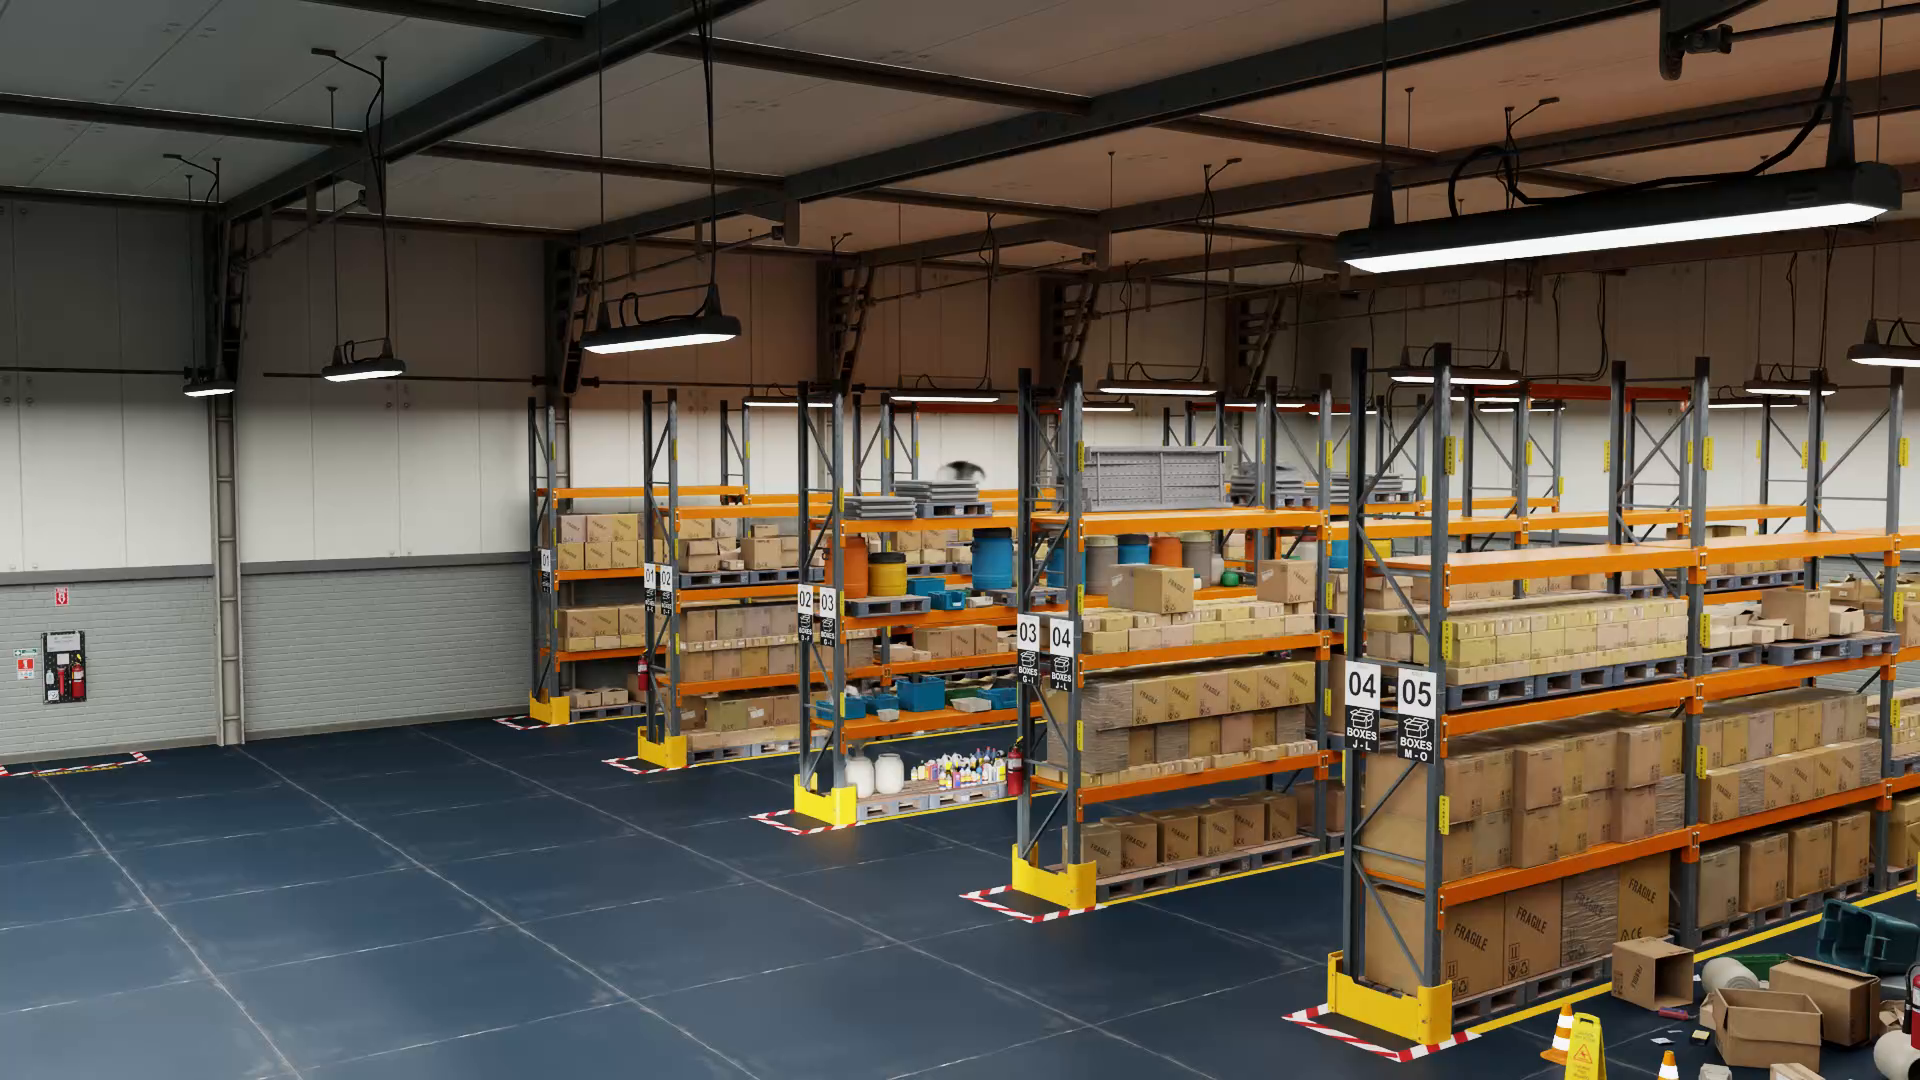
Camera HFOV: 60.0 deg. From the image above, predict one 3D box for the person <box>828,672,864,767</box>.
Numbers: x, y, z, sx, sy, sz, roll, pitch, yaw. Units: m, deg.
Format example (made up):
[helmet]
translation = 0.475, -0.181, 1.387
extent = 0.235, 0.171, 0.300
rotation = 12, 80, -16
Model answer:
[person]
translation = -1.768, 2.830, 26.168
extent = 0.612, 1.624, 0.766
rotation = 0, 3, 6
